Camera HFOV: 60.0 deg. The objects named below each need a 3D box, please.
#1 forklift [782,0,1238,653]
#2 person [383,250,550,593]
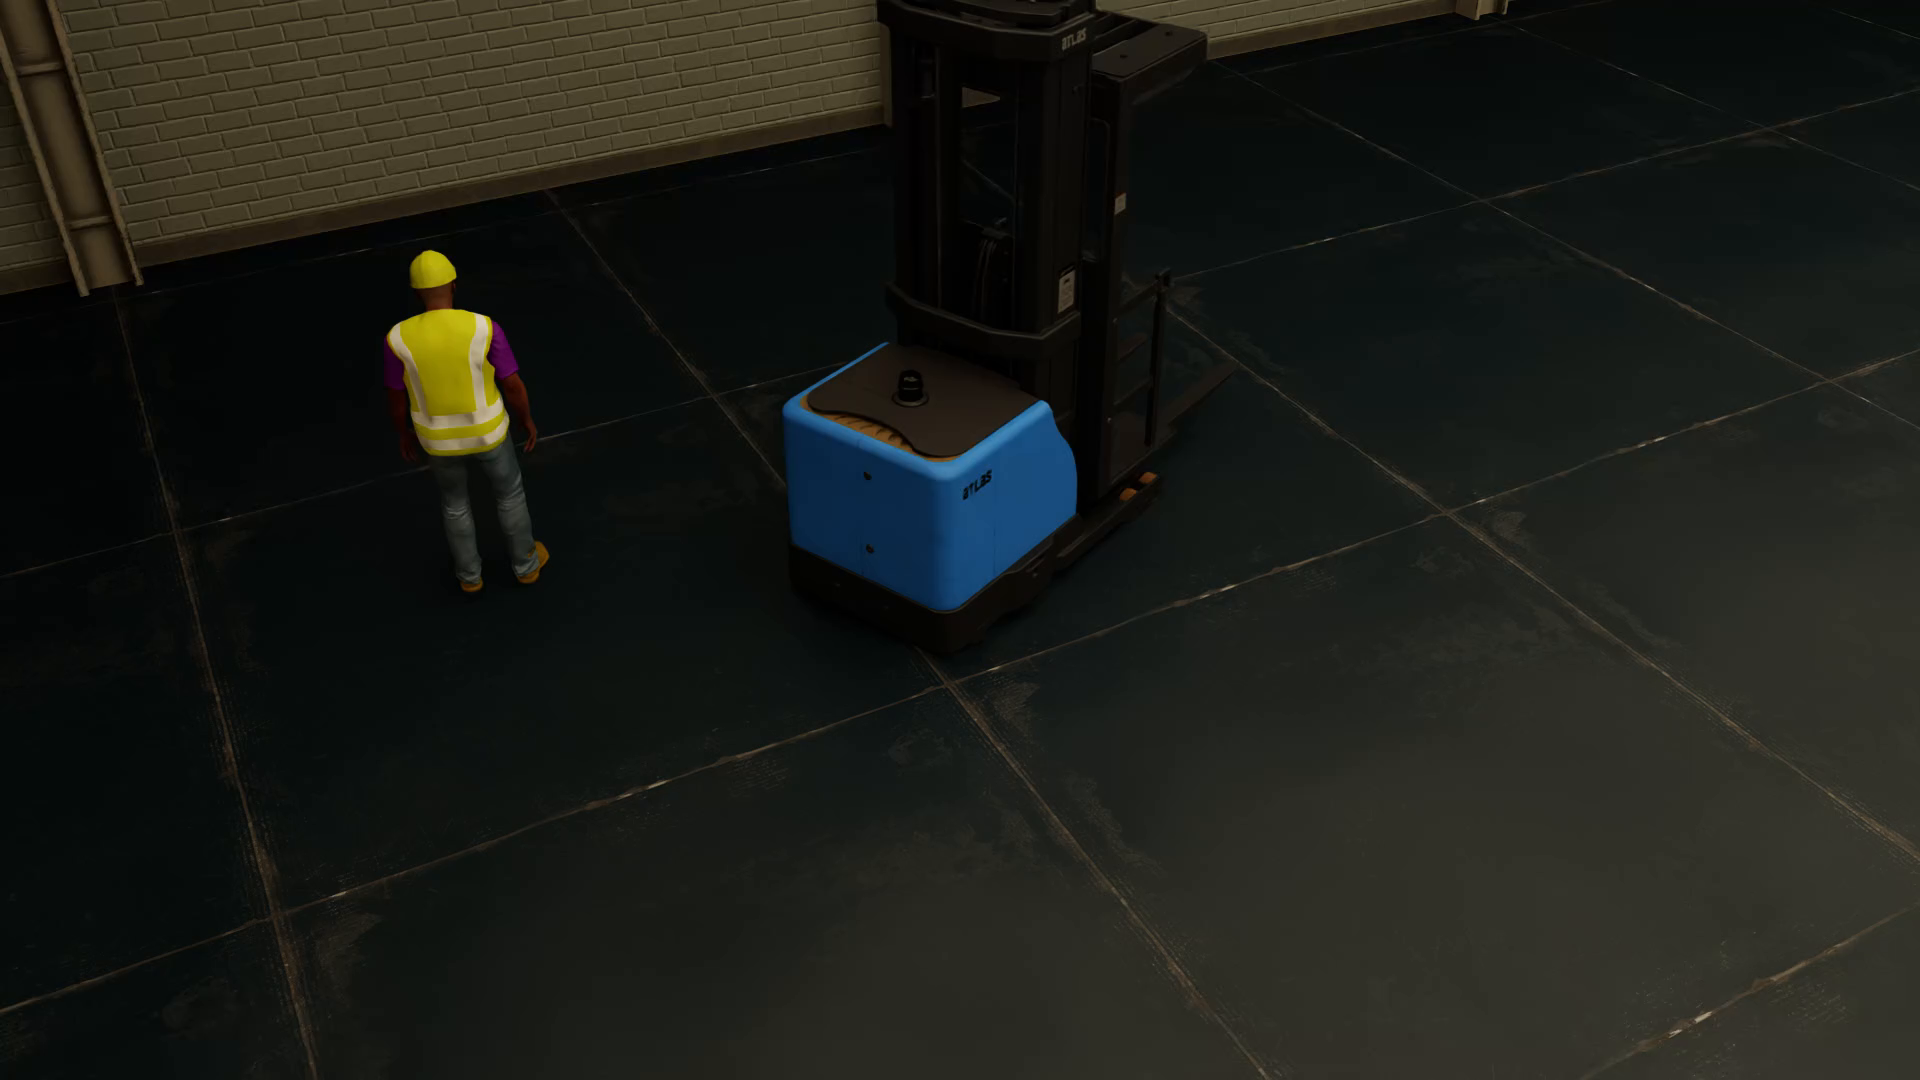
[{"bbox_3d":[0.448,-1.461,8.190,1.130,2.935,3.031,24,42,30],"label":"forklift"},{"bbox_3d":[-2.348,-0.535,7.901,0.643,1.756,0.458,-6,36,-8],"label":"person"}]
